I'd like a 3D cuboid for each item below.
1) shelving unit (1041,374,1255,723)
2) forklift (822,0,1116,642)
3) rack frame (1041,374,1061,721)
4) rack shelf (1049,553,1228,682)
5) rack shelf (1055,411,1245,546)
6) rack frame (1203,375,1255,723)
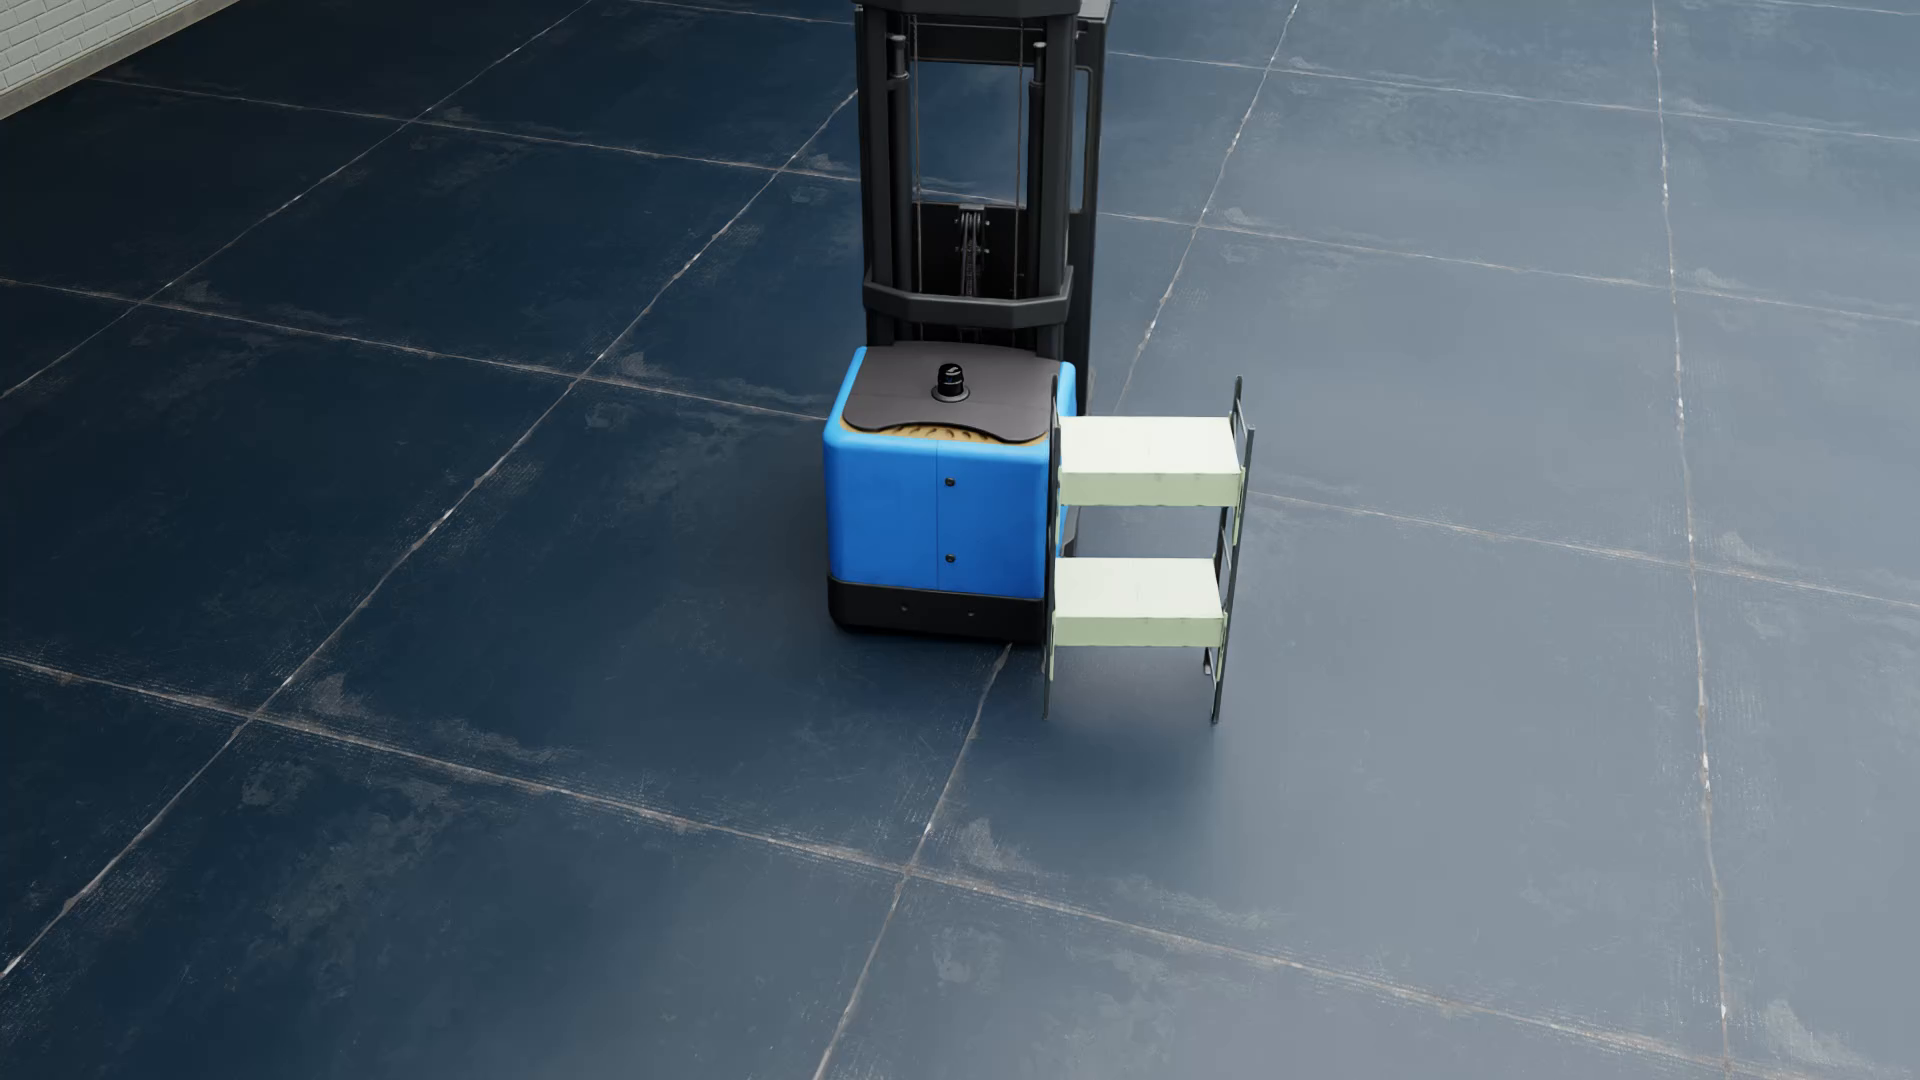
[{"bbox_3d":[0.740,0.064,6.898,0.755,1.500,0.431,0,36,1],"label":"shelving unit"},{"bbox_3d":[0.126,-1.586,7.933,1.130,2.935,3.031,5,37,7],"label":"forklift"},{"bbox_3d":[0.374,0.061,6.901,0.023,1.500,0.400,0,36,1],"label":"rack frame"},{"bbox_3d":[0.740,0.326,7.091,0.720,0.370,0.431,0,36,1],"label":"rack shelf"},{"bbox_3d":[0.740,-0.250,6.666,0.720,0.370,0.431,0,36,1],"label":"rack shelf"},{"bbox_3d":[1.106,0.066,6.894,0.023,1.500,0.400,0,36,1],"label":"rack frame"}]
